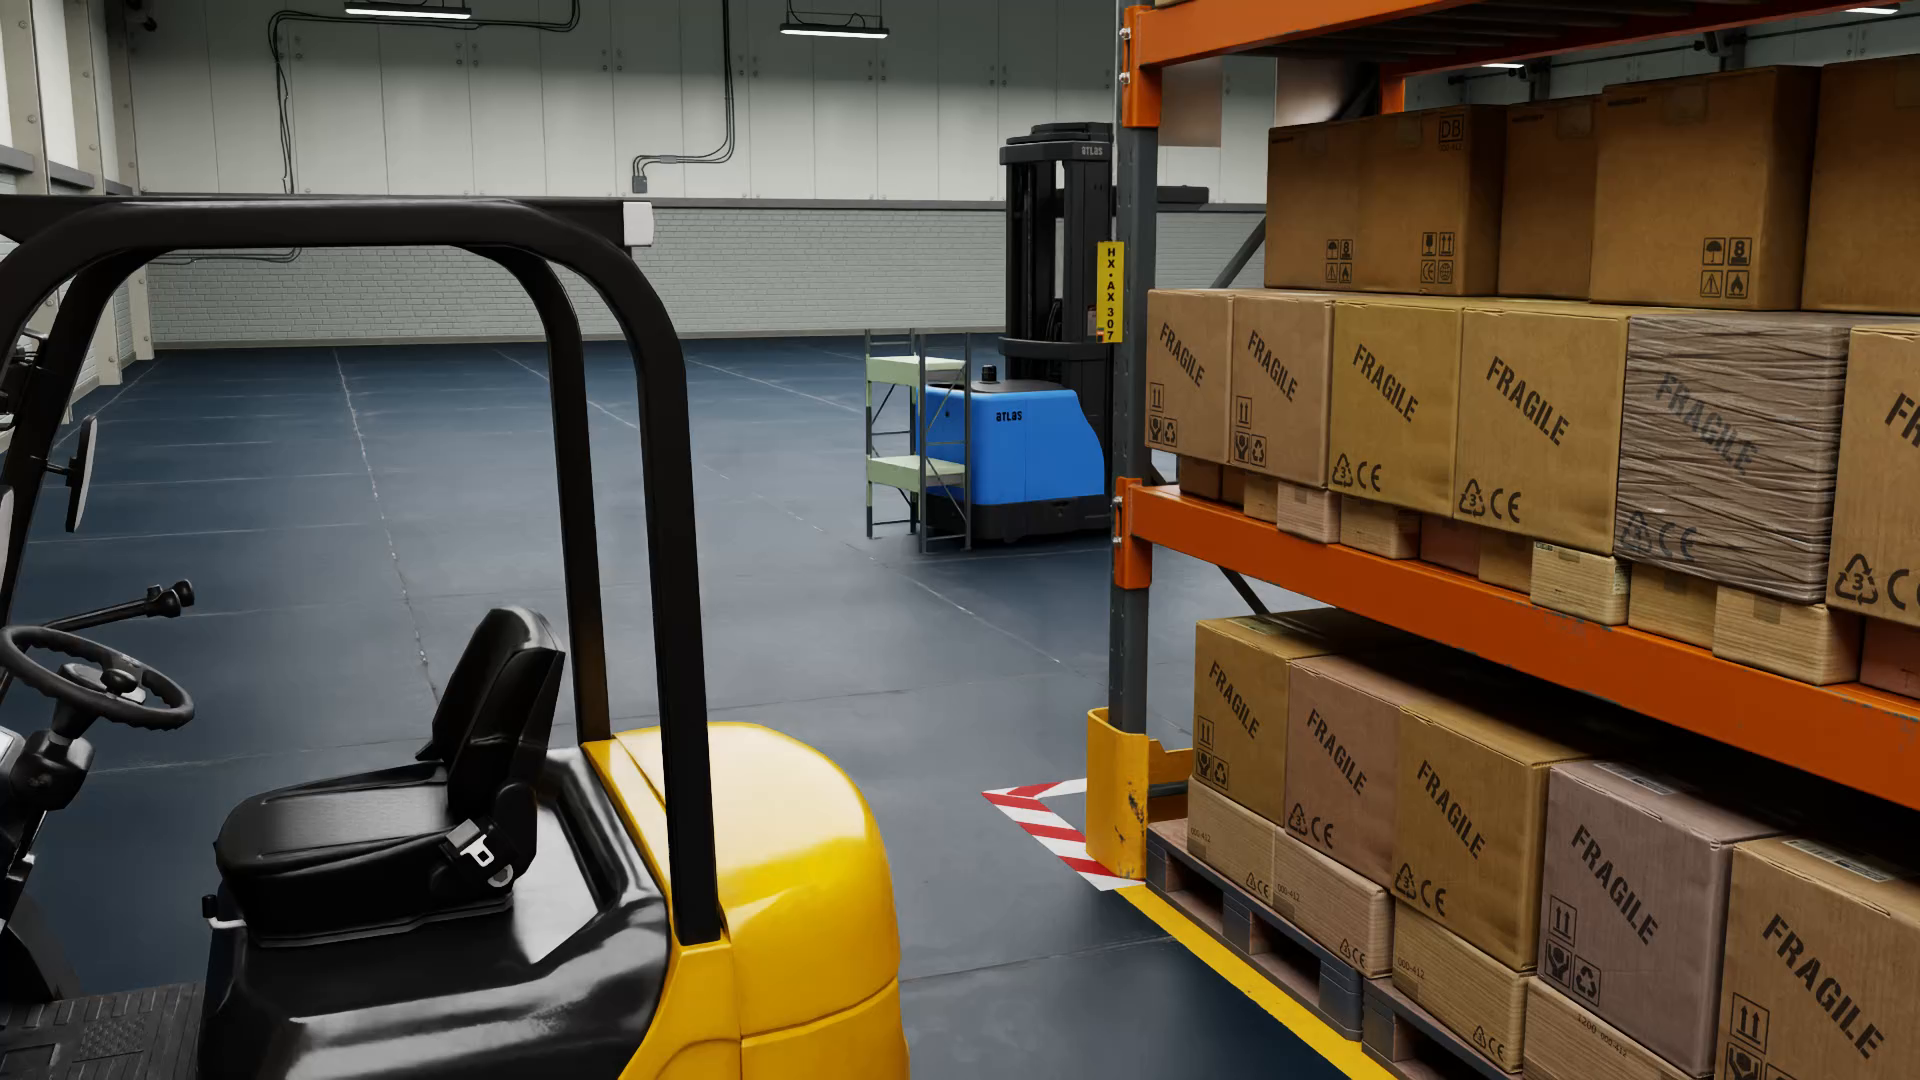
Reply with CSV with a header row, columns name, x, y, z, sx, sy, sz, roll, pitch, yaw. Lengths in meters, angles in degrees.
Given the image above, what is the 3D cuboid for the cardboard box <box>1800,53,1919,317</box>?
name,x,y,z,sx,sy,sz,roll,pitch,yaw
cardboard box,2.170,-0.706,3.337,0.700,0.500,0.500,-4,11,-22

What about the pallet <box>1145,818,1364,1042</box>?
name,x,y,z,sx,sy,sz,roll,pitch,yaw
pallet,1.288,1.103,5.118,1.003,0.211,1.213,-4,11,-21

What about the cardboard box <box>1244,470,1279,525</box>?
name,x,y,z,sx,sy,sz,roll,pitch,yaw
cardboard box,1.055,-0.136,4.839,0.380,0.149,0.250,-4,11,-23

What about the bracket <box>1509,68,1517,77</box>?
name,x,y,z,sx,sy,sz,roll,pitch,yaw
bracket,13.793,-11.598,41.147,0.235,0.232,0.430,-4,11,-21

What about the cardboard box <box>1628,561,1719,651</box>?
name,x,y,z,sx,sy,sz,roll,pitch,yaw
cardboard box,1.612,0.117,3.416,0.380,0.149,0.250,-4,11,-22

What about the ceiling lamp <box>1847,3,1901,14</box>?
name,x,y,z,sx,sy,sz,roll,pitch,yaw
ceiling lamp,14.353,-10.222,27.022,2.000,3.185,0.800,-4,11,-21

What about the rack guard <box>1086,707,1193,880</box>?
name,x,y,z,sx,sy,sz,roll,pitch,yaw
rack guard,1.027,0.826,5.851,1.175,0.500,0.348,-4,11,-21

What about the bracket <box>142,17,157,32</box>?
name,x,y,z,sx,sy,sz,roll,pitch,yaw
bracket,-15.763,-10.031,32.337,0.235,0.232,0.430,-4,11,-21

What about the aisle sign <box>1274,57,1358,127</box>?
name,x,y,z,sx,sy,sz,roll,pitch,yaw
aisle sign,1.247,-1.726,5.634,0.394,0.787,0.004,-4,11,-21

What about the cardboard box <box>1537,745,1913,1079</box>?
name,x,y,z,sx,sy,sz,roll,pitch,yaw
cardboard box,1.612,0.768,3.550,0.500,0.500,0.500,-3,11,-18

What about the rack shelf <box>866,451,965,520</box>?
name,x,y,z,sx,sy,sz,roll,pitch,yaw
rack shelf,-0.297,-0.388,11.680,0.431,0.370,0.720,-6,12,-32

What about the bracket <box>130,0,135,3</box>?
name,x,y,z,sx,sy,sz,roll,pitch,yaw
bracket,-13.670,-9.088,27.036,0.076,0.066,4.783,-4,11,-21

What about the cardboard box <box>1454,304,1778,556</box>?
name,x,y,z,sx,sy,sz,roll,pitch,yaw
cardboard box,1.481,-0.268,3.728,0.500,0.500,0.500,-4,11,-22

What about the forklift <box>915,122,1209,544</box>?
name,x,y,z,sx,sy,sz,roll,pitch,yaw
forklift,1.154,-1.587,12.470,3.031,2.935,1.130,-6,12,-32

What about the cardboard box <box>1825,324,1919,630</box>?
name,x,y,z,sx,sy,sz,roll,pitch,yaw
cardboard box,1.863,-0.100,2.785,0.500,0.500,0.500,-4,11,-19

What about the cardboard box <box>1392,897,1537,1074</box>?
name,x,y,z,sx,sy,sz,roll,pitch,yaw
cardboard box,1.421,1.051,4.099,0.500,0.250,0.500,-3,11,-17

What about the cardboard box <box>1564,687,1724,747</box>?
name,x,y,z,sx,sy,sz,roll,pitch,yaw
cardboard box,1.901,0.642,4.254,0.500,0.500,0.500,-4,11,-22

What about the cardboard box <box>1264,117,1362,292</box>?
name,x,y,z,sx,sy,sz,roll,pitch,yaw
cardboard box,1.388,-1.036,5.188,0.700,0.500,0.500,-4,11,-22

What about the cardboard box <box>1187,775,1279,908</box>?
name,x,y,z,sx,sy,sz,roll,pitch,yaw
cardboard box,1.034,0.879,5.067,0.500,0.250,0.500,-4,11,-21

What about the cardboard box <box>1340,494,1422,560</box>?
name,x,y,z,sx,sy,sz,roll,pitch,yaw
cardboard box,1.229,-0.052,4.364,0.380,0.149,0.250,-4,11,-19

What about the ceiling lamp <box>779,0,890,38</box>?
name,x,y,z,sx,sy,sz,roll,pitch,yaw
ceiling lamp,-2.370,-10.795,30.244,2.000,3.185,0.800,-4,11,-21

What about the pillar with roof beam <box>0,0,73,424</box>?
name,x,y,z,sx,sy,sz,roll,pitch,yaw
pillar with roof beam,-6.724,-6.096,20.494,9.100,9.000,0.400,-4,11,-21

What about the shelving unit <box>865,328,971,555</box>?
name,x,y,z,sx,sy,sz,roll,pitch,yaw
shelving unit,-0.297,-0.709,11.623,0.431,1.500,0.755,-6,12,-32

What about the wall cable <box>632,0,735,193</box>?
name,x,y,z,sx,sy,sz,roll,pitch,yaw
wall cable,-6.066,-10.620,36.220,2.305,6.003,0.169,-4,11,-21

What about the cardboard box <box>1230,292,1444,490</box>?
name,x,y,z,sx,sy,sz,roll,pitch,yaw
cardboard box,1.103,-0.434,4.659,0.500,0.500,0.500,-4,11,-19

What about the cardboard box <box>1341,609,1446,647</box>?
name,x,y,z,sx,sy,sz,roll,pitch,yaw
cardboard box,1.533,0.475,5.198,0.500,0.500,0.500,-4,11,-21

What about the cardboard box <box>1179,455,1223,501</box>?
name,x,y,z,sx,sy,sz,roll,pitch,yaw
cardboard box,0.929,-0.225,5.338,0.380,0.149,0.250,-4,11,-21

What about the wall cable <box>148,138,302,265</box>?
name,x,y,z,sx,sy,sz,roll,pitch,yaw
wall cable,-14.920,-6.817,33.417,3.097,2.526,0.112,-4,11,-21

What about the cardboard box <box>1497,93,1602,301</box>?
name,x,y,z,sx,sy,sz,roll,pitch,yaw
cardboard box,1.845,-0.876,4.290,0.700,0.500,0.500,-4,11,-22

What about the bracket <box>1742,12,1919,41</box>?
name,x,y,z,sx,sy,sz,roll,pitch,yaw
bracket,17.202,-10.062,32.516,0.076,0.066,4.783,-4,11,-21

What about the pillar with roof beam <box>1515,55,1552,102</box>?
name,x,y,z,sx,sy,sz,roll,pitch,yaw
pillar with roof beam,10.262,-9.507,39.673,9.100,9.000,0.548,-4,11,-21

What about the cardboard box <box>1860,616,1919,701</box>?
name,x,y,z,sx,sy,sz,roll,pitch,yaw
cardboard box,1.852,0.197,2.966,0.380,0.149,0.250,-4,11,-22

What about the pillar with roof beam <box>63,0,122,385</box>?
name,x,y,z,sx,sy,sz,roll,pitch,yaw
pillar with roof beam,-8.898,-7.075,26.000,9.100,9.000,0.548,-4,11,-21

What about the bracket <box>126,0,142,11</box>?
name,x,y,z,sx,sy,sz,roll,pitch,yaw
bracket,-14.603,-9.508,29.401,0.235,0.232,0.430,-4,11,-21

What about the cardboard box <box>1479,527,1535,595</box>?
name,x,y,z,sx,sy,sz,roll,pitch,yaw
cardboard box,1.449,0.032,3.891,0.380,0.149,0.250,-4,11,-22

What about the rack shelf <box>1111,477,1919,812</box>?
name,x,y,z,sx,sy,sz,roll,pitch,yaw
rack shelf,1.724,0.263,3.929,1.077,0.370,4.000,-4,11,-21

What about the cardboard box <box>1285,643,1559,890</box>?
name,x,y,z,sx,sy,sz,roll,pitch,yaw
cardboard box,1.237,0.599,4.501,0.500,0.500,0.500,-4,11,-23

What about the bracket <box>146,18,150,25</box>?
name,x,y,z,sx,sy,sz,roll,pitch,yaw
bracket,-15.549,-9.934,31.795,0.076,0.066,3.189,-4,11,-21

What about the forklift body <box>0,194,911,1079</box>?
name,x,y,z,sx,sy,sz,roll,pitch,yaw
forklift body,-1.238,0.510,2.912,2.313,2.155,1.214,-4,11,-21

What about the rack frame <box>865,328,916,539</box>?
name,x,y,z,sx,sy,sz,roll,pitch,yaw
rack frame,-0.496,-0.763,11.926,0.400,1.500,0.023,-6,12,-32
